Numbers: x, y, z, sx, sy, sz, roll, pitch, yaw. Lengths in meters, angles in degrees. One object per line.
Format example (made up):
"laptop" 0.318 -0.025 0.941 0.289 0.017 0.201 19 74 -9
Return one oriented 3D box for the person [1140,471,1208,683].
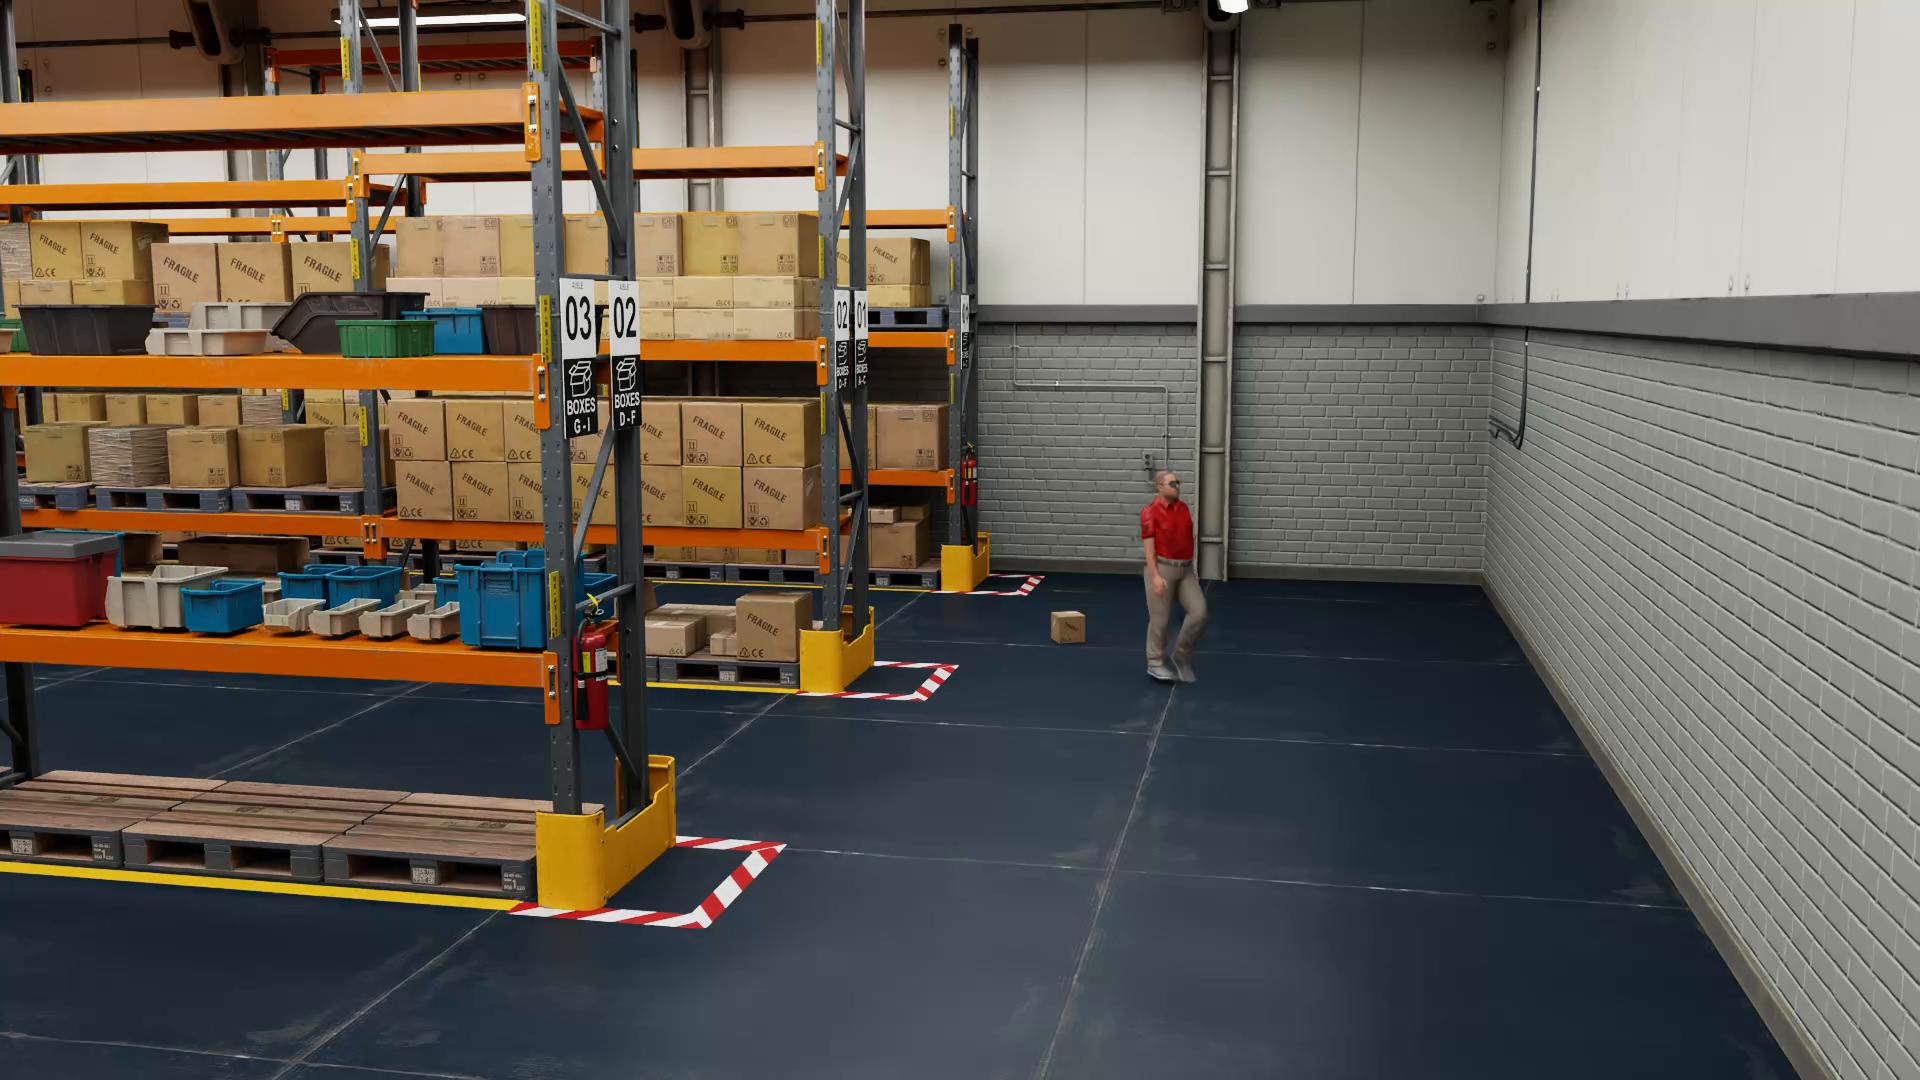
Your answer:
"person" 1.745 0.324 13.592 0.538 1.776 0.468 -5 9 -32
